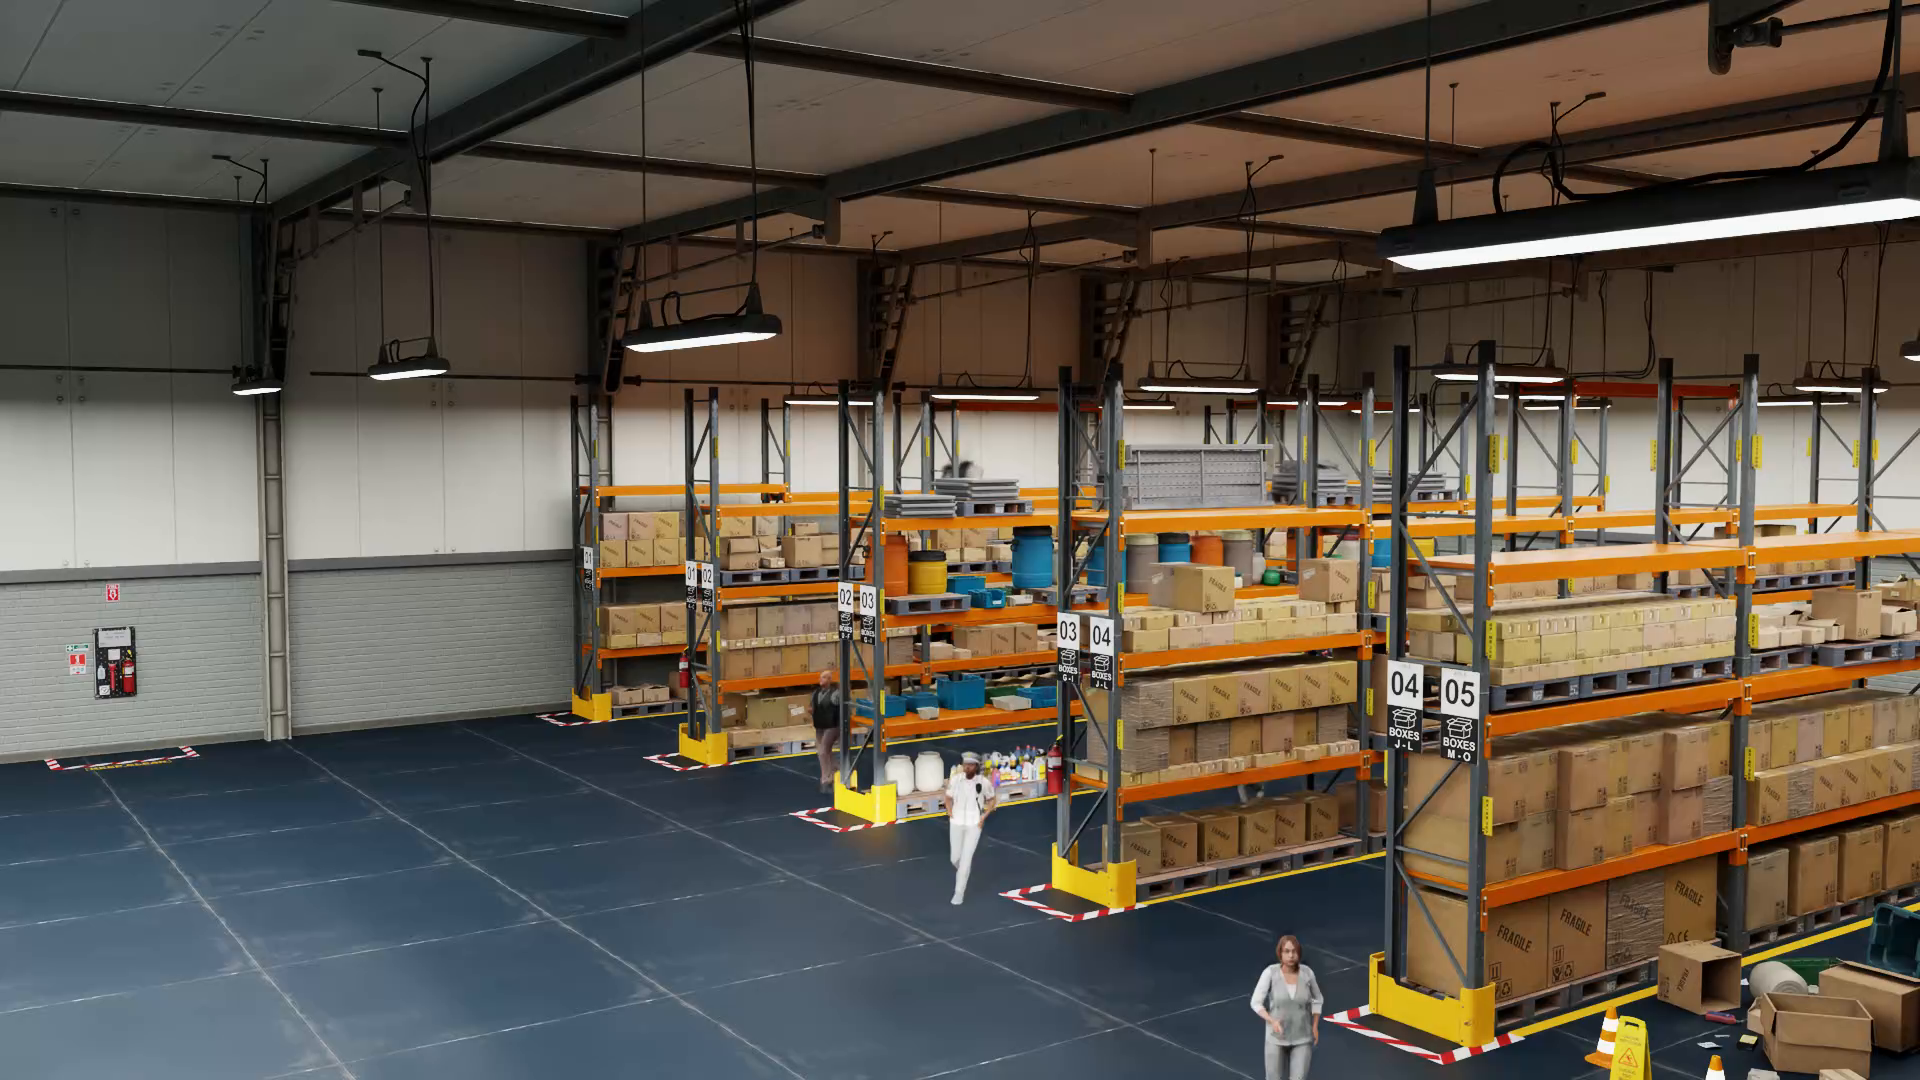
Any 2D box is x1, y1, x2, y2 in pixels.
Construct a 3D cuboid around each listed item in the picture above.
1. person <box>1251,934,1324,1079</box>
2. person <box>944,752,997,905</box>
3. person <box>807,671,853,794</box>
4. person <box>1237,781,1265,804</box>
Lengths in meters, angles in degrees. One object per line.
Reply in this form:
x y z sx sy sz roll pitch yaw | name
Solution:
2.395 3.659 12.170 0.541 1.546 0.666 0 3 3 | person
0.112 3.205 18.792 0.593 1.690 0.777 1 4 14 | person
-1.969 2.829 24.565 0.662 1.796 0.714 3 5 41 | person
4.027 2.945 23.347 0.561 1.621 0.584 3 5 43 | person
